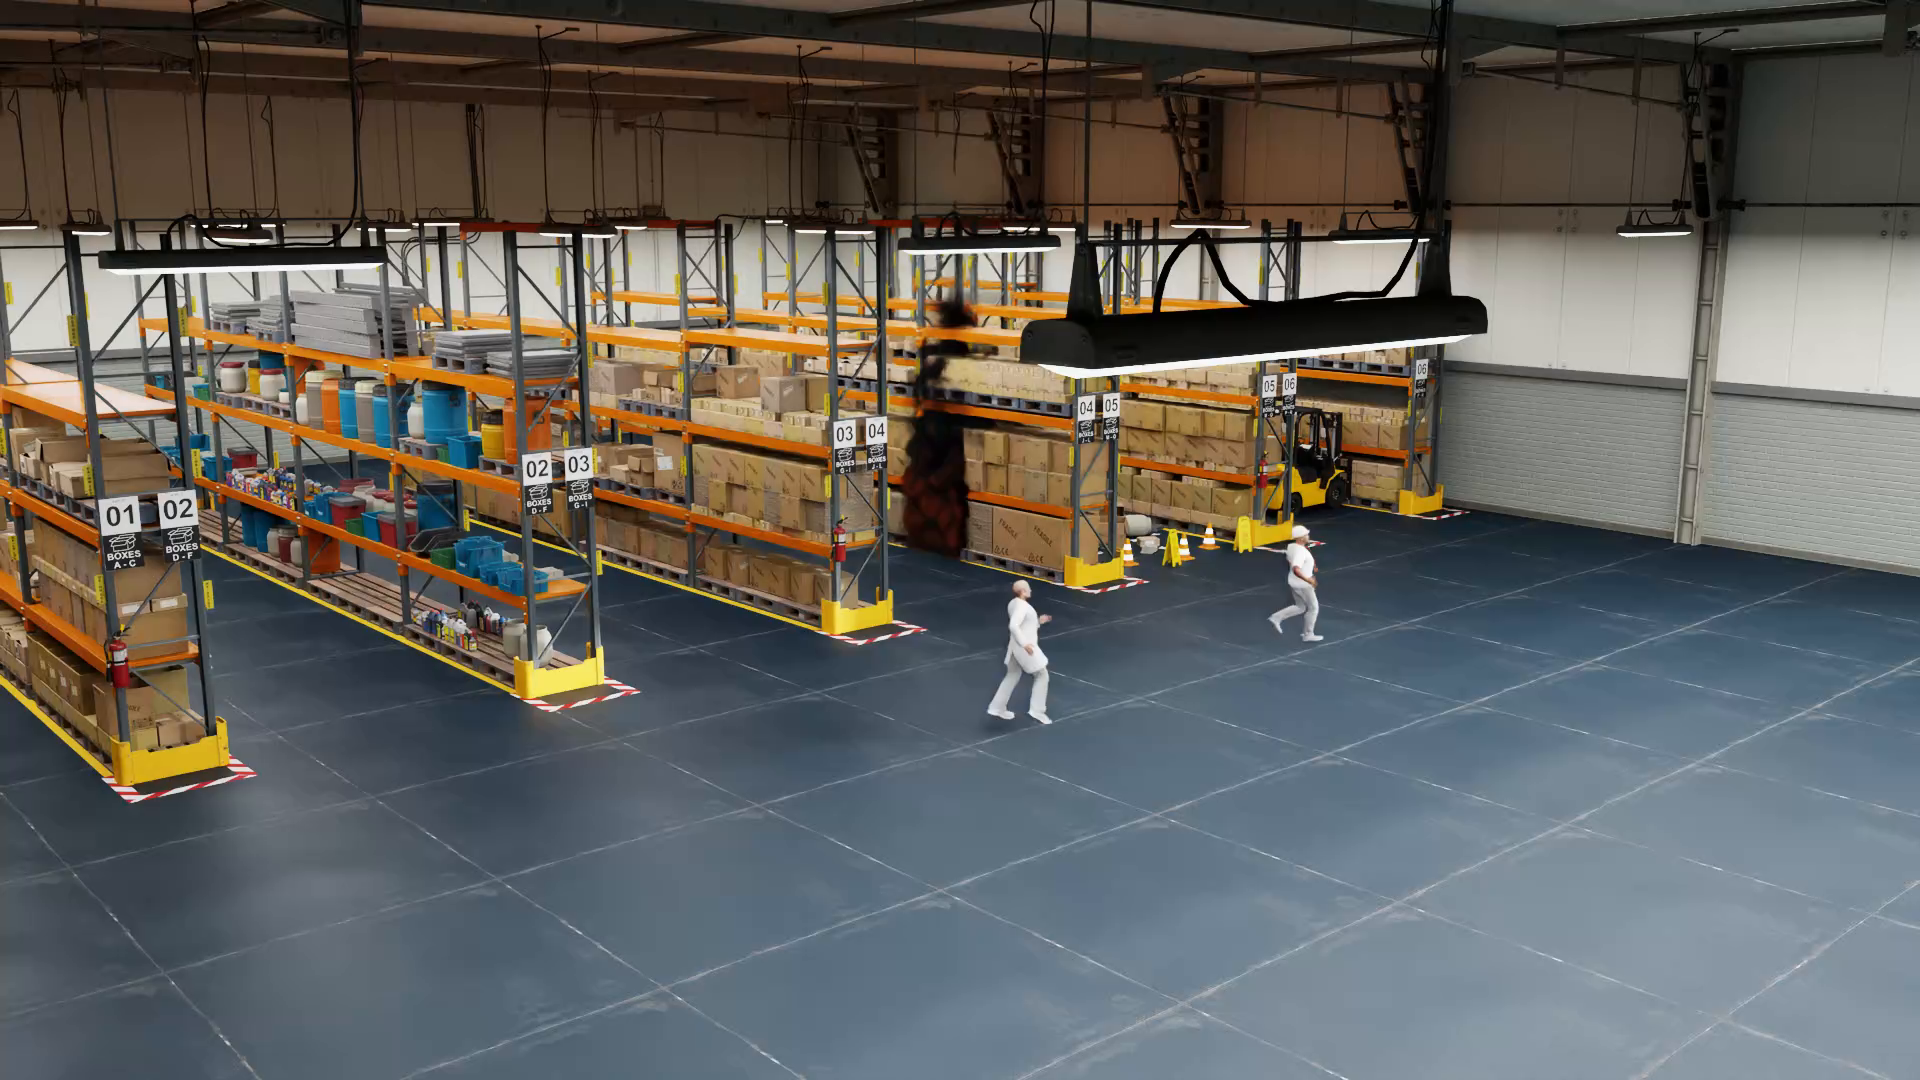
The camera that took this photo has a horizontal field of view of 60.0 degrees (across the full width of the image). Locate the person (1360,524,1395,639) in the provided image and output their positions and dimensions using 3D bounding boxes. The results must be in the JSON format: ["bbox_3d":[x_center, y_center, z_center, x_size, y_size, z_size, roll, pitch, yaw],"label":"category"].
[{"bbox_3d":[6.139,0.618,24.453,0.576,1.720,0.698,-2,12,-10],"label":"person"}]

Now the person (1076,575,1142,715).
[{"bbox_3d":[1.880,1.301,20.738,1.001,1.770,0.710,-5,12,-23],"label":"person"}]
